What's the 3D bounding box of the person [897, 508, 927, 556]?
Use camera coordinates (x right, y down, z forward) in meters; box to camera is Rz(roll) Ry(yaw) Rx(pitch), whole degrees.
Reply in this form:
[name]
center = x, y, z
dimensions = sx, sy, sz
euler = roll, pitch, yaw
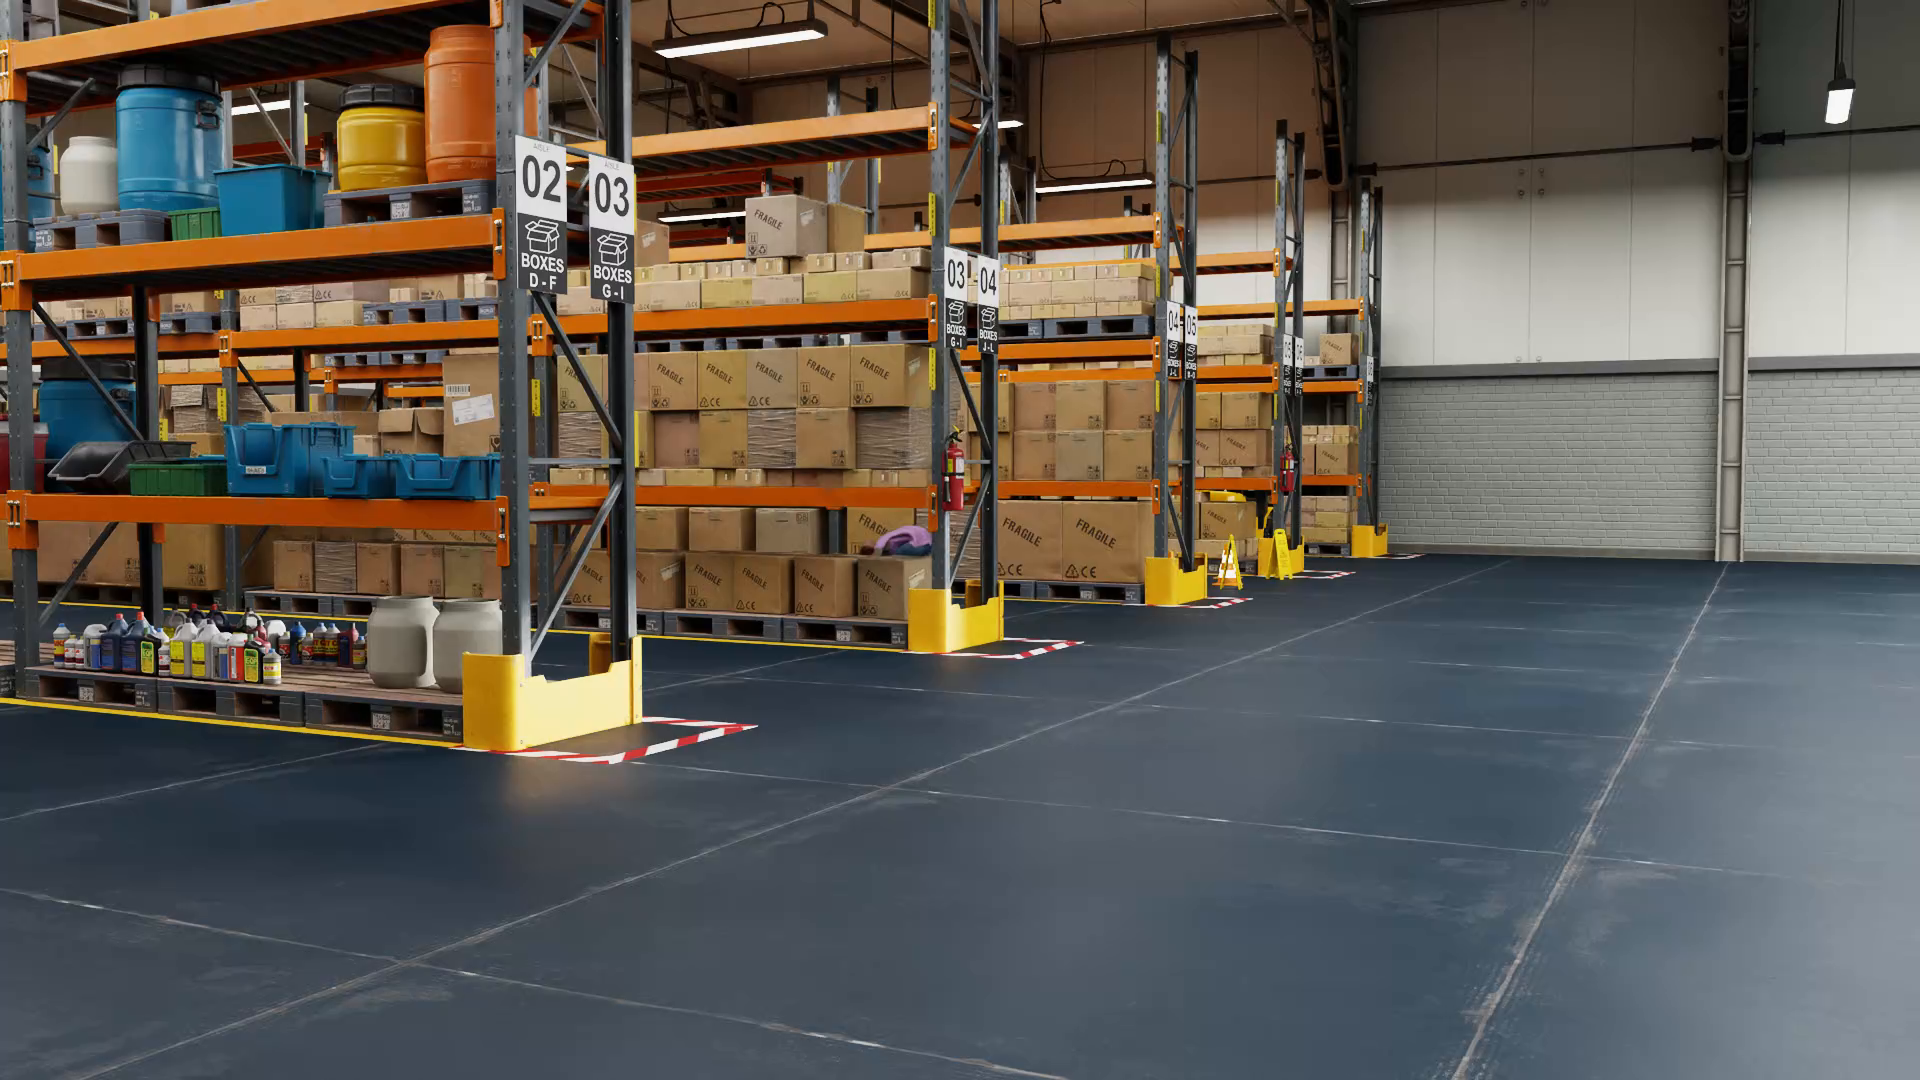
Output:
[person]
center = -0.534, -0.099, 17.738
dimensions = 0.347, 1.552, 0.479
euler = 1, 3, 23
